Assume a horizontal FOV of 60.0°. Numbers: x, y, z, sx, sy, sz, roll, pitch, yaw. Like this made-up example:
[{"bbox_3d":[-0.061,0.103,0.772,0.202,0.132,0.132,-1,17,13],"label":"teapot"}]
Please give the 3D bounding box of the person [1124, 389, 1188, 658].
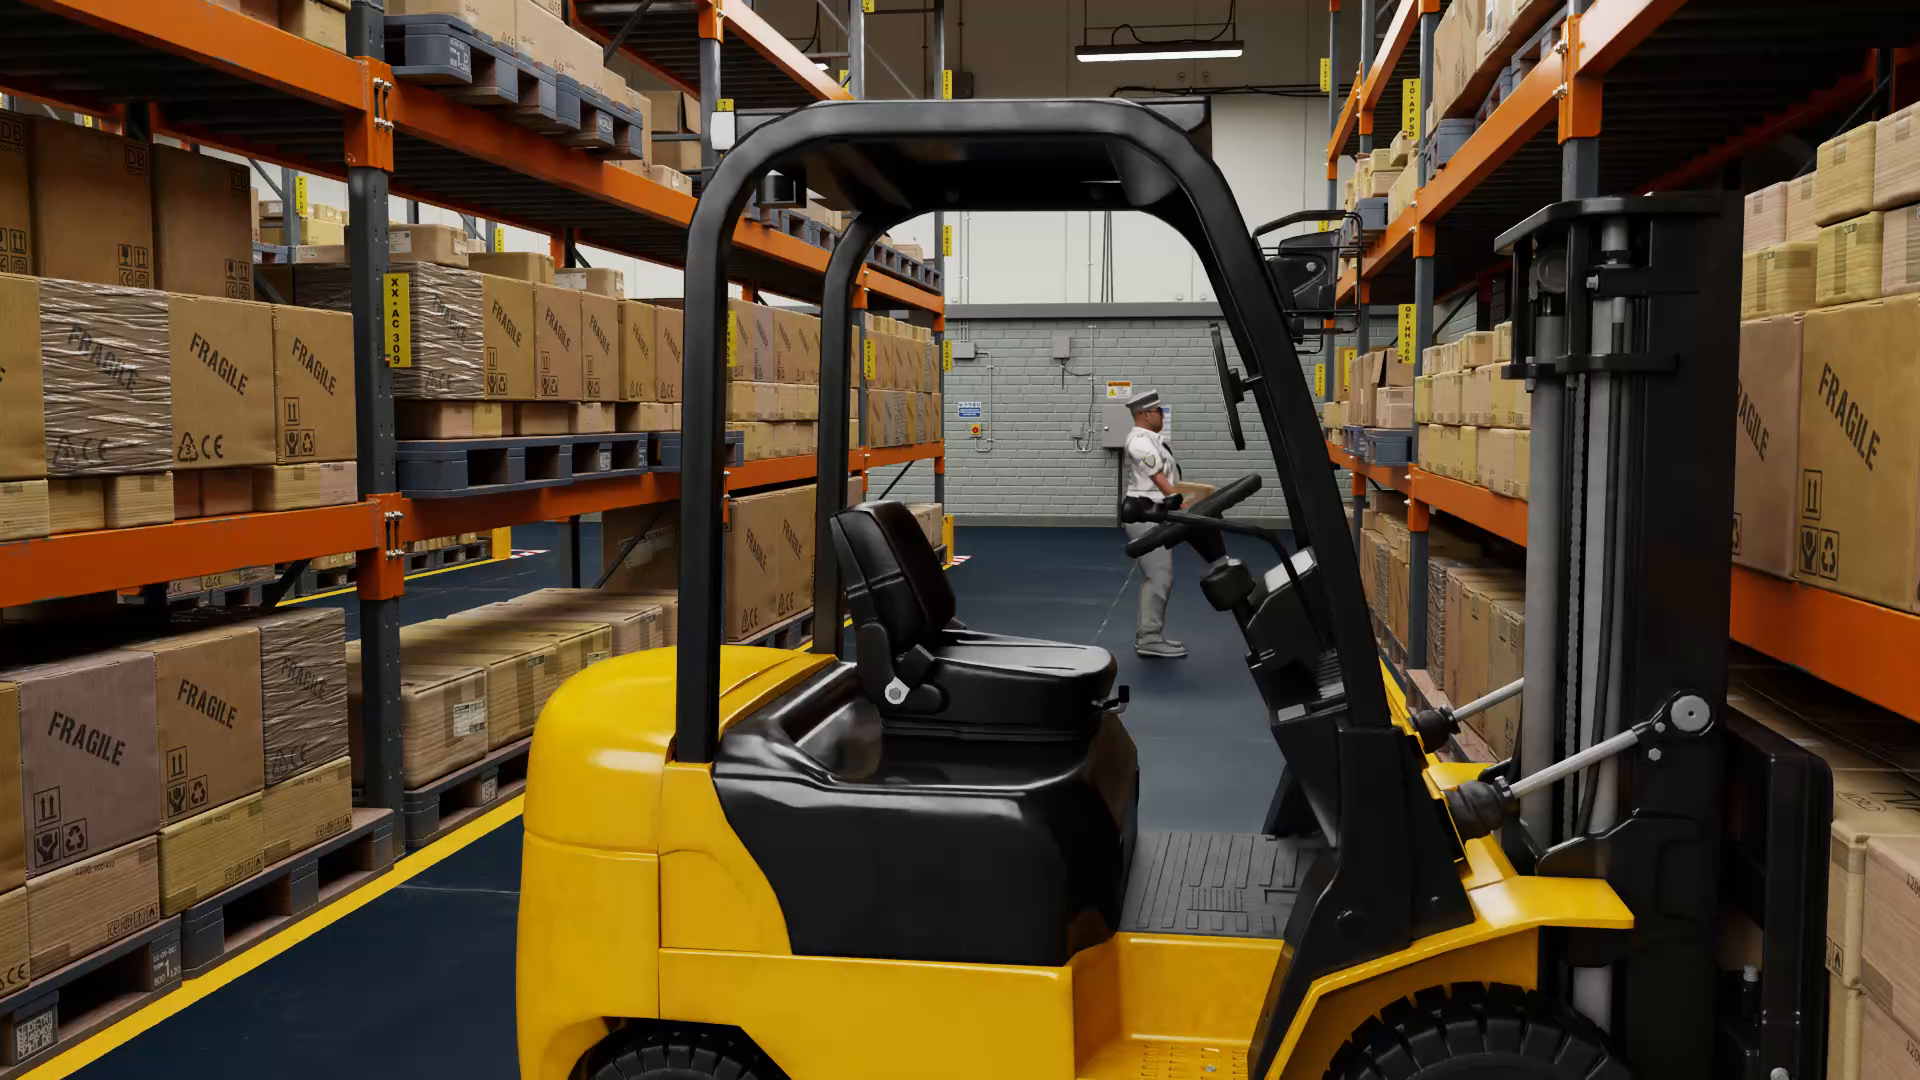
[{"bbox_3d":[1.356,-0.118,11.058,0.557,1.764,0.494,1,4,9],"label":"person"}]
